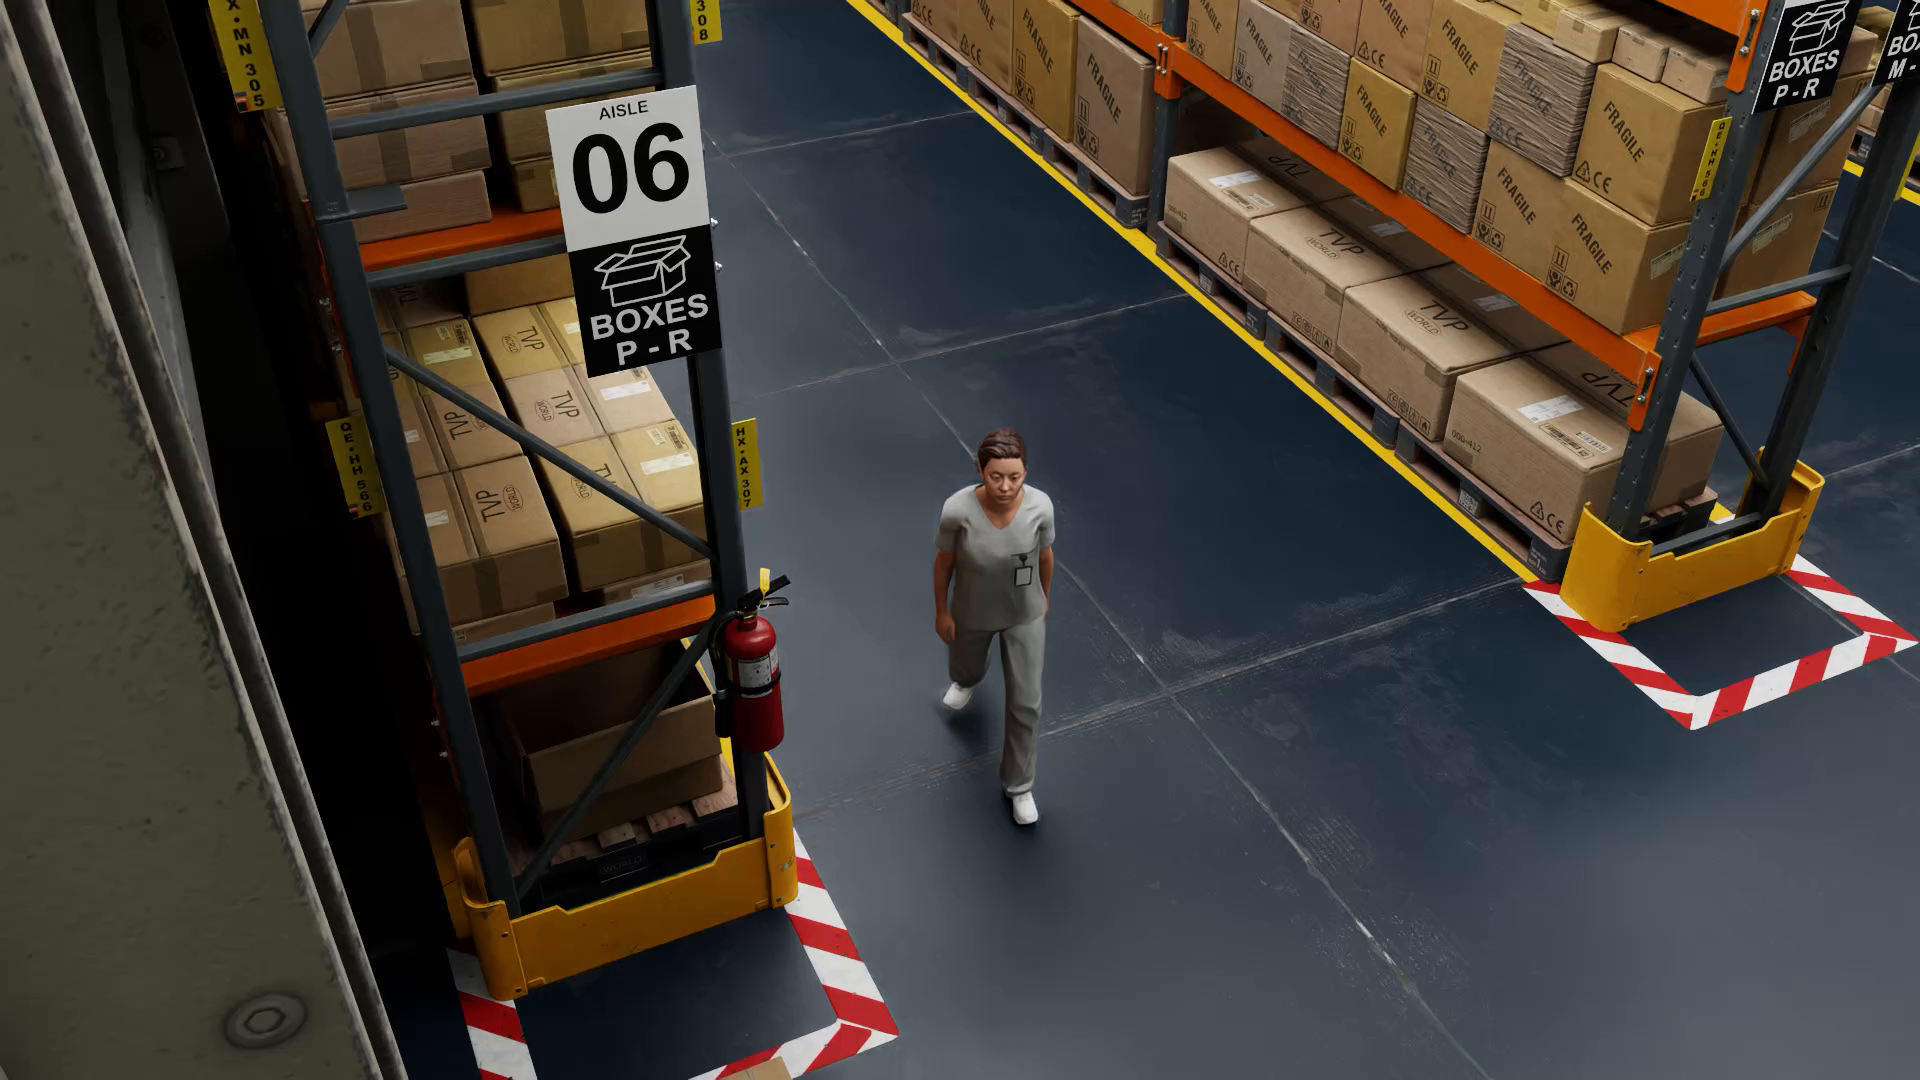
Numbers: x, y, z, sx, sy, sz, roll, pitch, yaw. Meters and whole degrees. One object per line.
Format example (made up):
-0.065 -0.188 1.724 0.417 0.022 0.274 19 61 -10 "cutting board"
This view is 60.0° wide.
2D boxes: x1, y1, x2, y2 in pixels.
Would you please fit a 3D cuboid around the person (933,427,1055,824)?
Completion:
0.126 0.235 6.355 0.451 1.643 0.890 1 37 1 "person"
